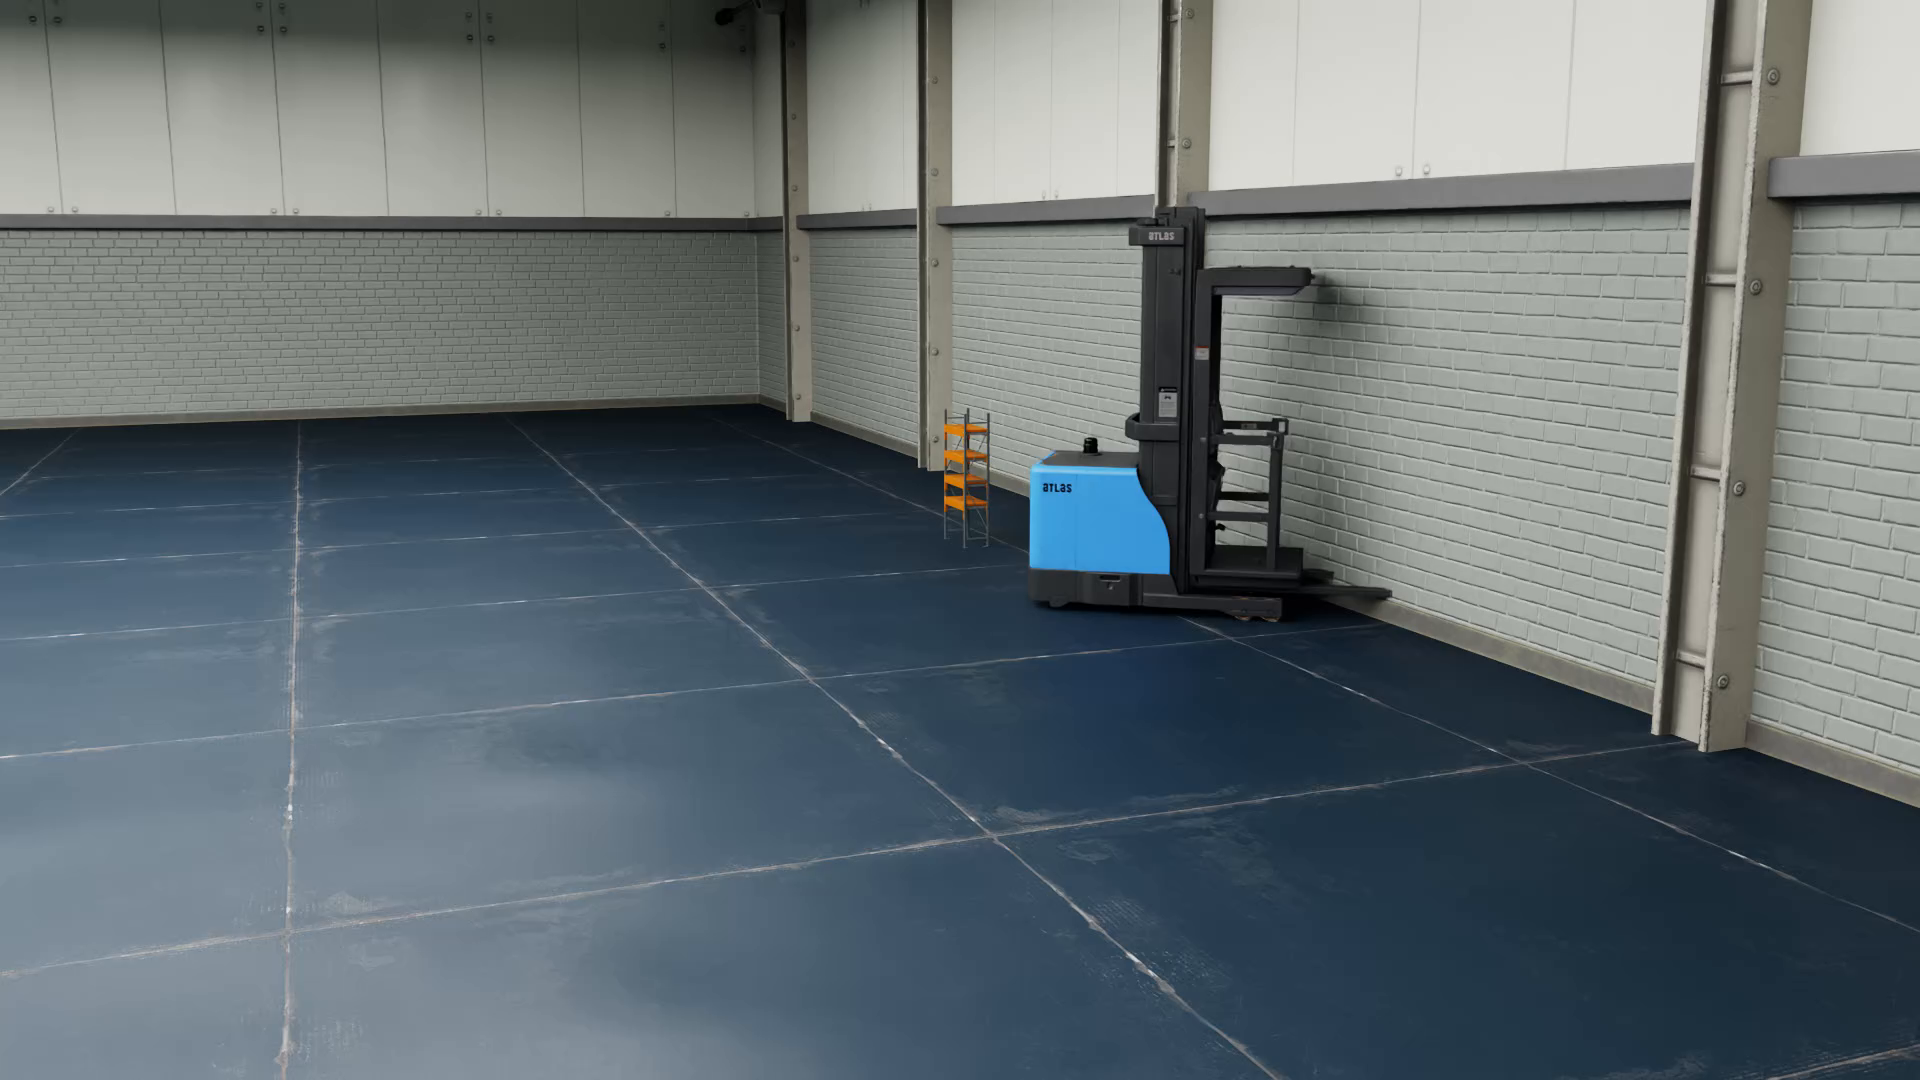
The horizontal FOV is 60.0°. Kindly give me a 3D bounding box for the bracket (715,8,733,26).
[{"bbox_3d":[-3.813,-8.480,26.952,0.235,0.232,0.430,-4,11,-21],"label":"bracket"}]

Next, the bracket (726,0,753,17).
[{"bbox_3d":[-3.599,-8.384,26.410,0.076,0.066,3.189,-4,11,-21],"label":"bracket"}]

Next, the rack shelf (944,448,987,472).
[{"bbox_3d":[0.060,-0.718,14.966,0.258,0.148,0.480,-4,11,-21],"label":"rack shelf"}]

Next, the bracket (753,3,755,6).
[{"bbox_3d":[-2.954,-8.094,24.777,0.235,0.232,0.430,-4,11,-21],"label":"bracket"}]

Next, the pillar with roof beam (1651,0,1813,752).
[{"bbox_3d":[0.037,-3.065,6.785,9.100,9.000,0.400,-4,11,-21],"label":"pillar with roof beam"}]

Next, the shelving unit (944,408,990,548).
[{"bbox_3d":[0.060,-0.564,14.993,0.258,1.200,0.503,-4,11,-21],"label":"shelving unit"}]

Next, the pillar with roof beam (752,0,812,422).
[{"bbox_3d":[-6.486,-6.003,23.303,9.100,9.000,0.548,-4,11,-21],"label":"pillar with roof beam"}]

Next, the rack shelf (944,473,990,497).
[{"bbox_3d":[0.060,-0.497,15.005,0.258,0.148,0.480,-4,11,-21],"label":"rack shelf"}]

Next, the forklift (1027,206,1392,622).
[{"bbox_3d":[2.076,-0.957,12.261,3.031,2.935,1.130,2,10,13],"label":"forklift"}]

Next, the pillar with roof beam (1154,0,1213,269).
[{"bbox_3d":[-2.137,-4.044,12.291,9.100,9.000,0.400,-4,11,-21],"label":"pillar with roof beam"}]

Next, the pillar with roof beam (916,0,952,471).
[{"bbox_3d":[-4.311,-5.024,17.797,9.100,9.000,0.400,-4,11,-21],"label":"pillar with roof beam"}]

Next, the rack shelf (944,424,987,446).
[{"bbox_3d":[0.060,-0.951,14.924,0.258,0.148,0.480,-4,11,-21],"label":"rack shelf"}]

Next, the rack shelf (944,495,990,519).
[{"bbox_3d":[0.060,-0.302,15.040,0.258,0.148,0.480,-4,11,-21],"label":"rack shelf"}]

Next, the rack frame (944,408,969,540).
[{"bbox_3d":[-0.028,-0.604,15.217,0.240,1.200,0.015,-4,11,-21],"label":"rack frame"}]

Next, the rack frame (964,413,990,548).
[{"bbox_3d":[0.148,-0.524,14.769,0.240,1.200,0.015,-4,11,-21],"label":"rack frame"}]
